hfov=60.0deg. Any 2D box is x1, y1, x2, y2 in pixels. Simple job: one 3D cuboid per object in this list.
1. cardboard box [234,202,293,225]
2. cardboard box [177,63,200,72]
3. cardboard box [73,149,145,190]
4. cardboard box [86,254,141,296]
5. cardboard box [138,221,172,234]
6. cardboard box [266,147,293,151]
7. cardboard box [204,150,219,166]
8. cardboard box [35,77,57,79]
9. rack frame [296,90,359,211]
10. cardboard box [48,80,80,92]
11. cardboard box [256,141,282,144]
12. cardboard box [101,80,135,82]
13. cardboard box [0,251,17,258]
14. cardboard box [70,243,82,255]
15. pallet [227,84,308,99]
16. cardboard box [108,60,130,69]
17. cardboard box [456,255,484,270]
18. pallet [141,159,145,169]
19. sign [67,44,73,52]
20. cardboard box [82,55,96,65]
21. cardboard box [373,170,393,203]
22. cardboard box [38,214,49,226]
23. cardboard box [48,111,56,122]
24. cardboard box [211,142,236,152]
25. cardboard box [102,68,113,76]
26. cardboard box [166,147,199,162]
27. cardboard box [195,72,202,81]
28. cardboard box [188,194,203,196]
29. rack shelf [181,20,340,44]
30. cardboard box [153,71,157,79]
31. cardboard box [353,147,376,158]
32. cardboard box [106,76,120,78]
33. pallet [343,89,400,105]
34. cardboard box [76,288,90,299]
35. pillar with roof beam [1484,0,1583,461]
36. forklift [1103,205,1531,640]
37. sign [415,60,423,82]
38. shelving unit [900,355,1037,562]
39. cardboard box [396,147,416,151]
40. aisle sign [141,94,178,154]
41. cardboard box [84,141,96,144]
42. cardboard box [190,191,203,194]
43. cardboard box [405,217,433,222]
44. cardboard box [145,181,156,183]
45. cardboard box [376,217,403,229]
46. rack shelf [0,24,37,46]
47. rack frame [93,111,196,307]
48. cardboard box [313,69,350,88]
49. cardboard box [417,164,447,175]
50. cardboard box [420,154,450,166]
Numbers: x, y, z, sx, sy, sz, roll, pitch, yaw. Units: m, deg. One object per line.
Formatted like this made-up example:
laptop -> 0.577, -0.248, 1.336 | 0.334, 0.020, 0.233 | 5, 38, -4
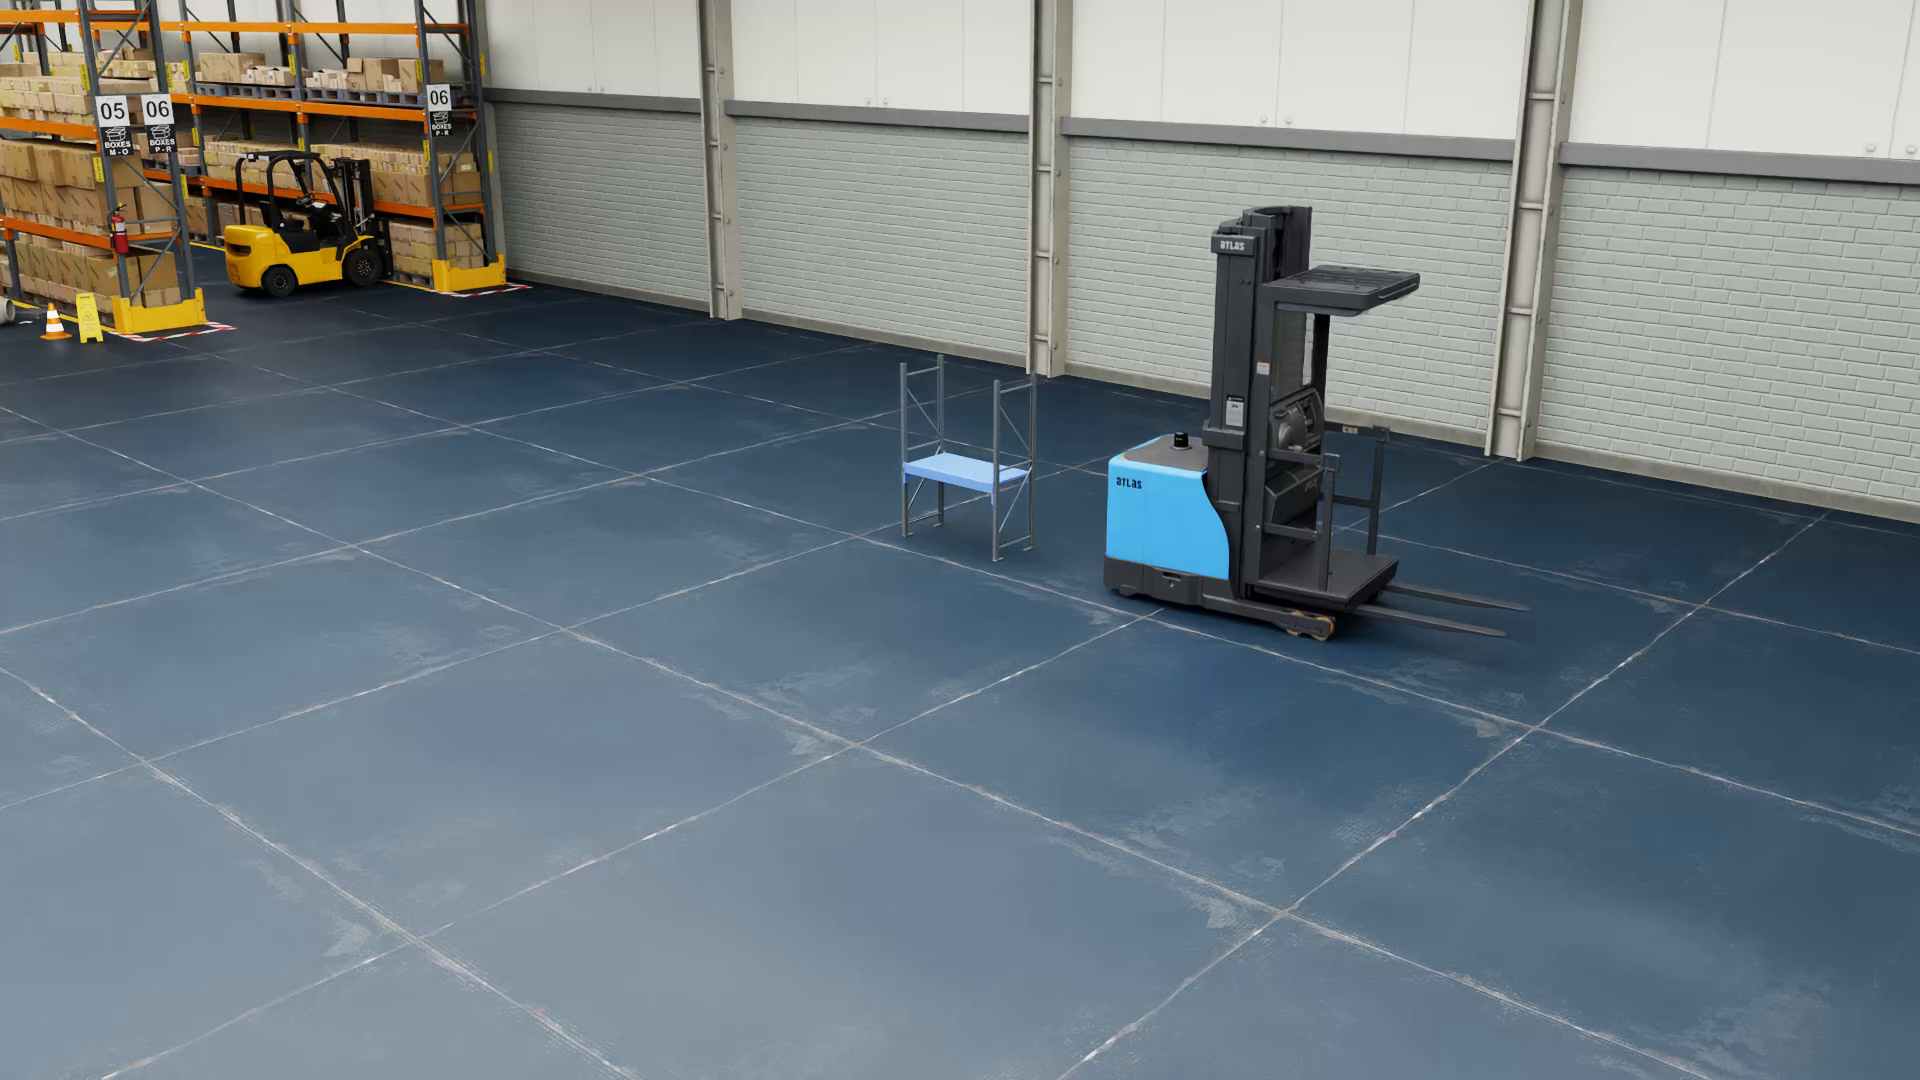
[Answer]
cardboard box -> -13.020, -5.974, 31.208 | 0.625, 0.625, 0.875 | 16, 24, 41
cardboard box -> -14.551, -8.932, 31.436 | 0.250, 0.149, 0.380 | 14, 22, 37
cardboard box -> -11.806, -5.152, 23.078 | 0.500, 0.500, 0.700 | 14, 23, 38
cardboard box -> -12.052, -3.782, 23.682 | 0.500, 0.500, 0.500 | 15, 23, 40
cardboard box -> -11.396, -4.428, 23.522 | 0.250, 0.149, 0.380 | 15, 23, 39
cardboard box -> -12.174, -6.934, 29.763 | 0.250, 0.149, 0.380 | 14, 23, 38
cardboard box -> -13.818, -7.180, 31.198 | 0.500, 0.250, 0.500 | 15, 23, 39
cardboard box -> -13.509, -6.805, 24.733 | 0.250, 0.149, 0.380 | 16, 23, 41
rack frame -> -10.979, -6.360, 29.193 | 0.127, 3.000, 1.000 | 15, 23, 39
cardboard box -> -12.611, -6.404, 23.469 | 0.250, 0.149, 0.380 | 14, 22, 38
cardboard box -> -12.940, -7.374, 31.150 | 0.250, 0.149, 0.380 | 14, 23, 38
cardboard box -> -11.893, -6.419, 23.518 | 0.250, 0.149, 0.380 | 15, 23, 39
cardboard box -> -15.205, -4.432, 26.769 | 0.950, 0.372, 0.625 | -17, 24, -42
cardboard box -> -12.557, -4.201, 23.929 | 0.250, 0.149, 0.380 | 16, 23, 40
pallet -> -12.566, -8.163, 30.228 | 1.213, 0.211, 1.003 | 16, 24, 42
cardboard box -> -16.622, -9.409, 32.905 | 0.250, 0.149, 0.380 | 14, 23, 38
cardboard box -> -8.225, -4.589, 27.465 | 0.500, 0.250, 0.500 | 15, 23, 39
pallet -> -16.438, -7.690, 33.700 | 1.213, 0.211, 1.003 | 15, 23, 39
sign -> -19.571, -10.743, 36.581 | 0.005, 0.325, 0.100 | 15, 23, 39
cardboard box -> -17.500, -9.752, 33.851 | 0.500, 0.250, 0.500 | 15, 23, 39
cardboard box -> -9.295, -5.853, 27.431 | 0.500, 0.500, 0.500 | 14, 23, 38
cardboard box -> -13.298, -4.722, 24.446 | 0.250, 0.149, 0.380 | 15, 23, 40
cardboard box -> -12.671, -6.015, 23.562 | 0.250, 0.149, 0.380 | 14, 22, 38
cardboard box -> -13.728, -7.336, 31.031 | 0.250, 0.149, 0.380 | 16, 23, 40
cardboard box -> -16.833, -9.314, 33.099 | 0.250, 0.149, 0.380 | 15, 23, 40
cardboard box -> -14.975, -7.431, 32.120 | 0.500, 0.250, 0.500 | 14, 22, 37
cardboard box -> -13.912, -8.591, 30.790 | 0.250, 0.166, 0.380 | 15, 23, 39
cardboard box -> -15.068, -6.697, 32.620 | 0.250, 0.149, 0.380 | 16, 24, 41
rack shelf -> -12.475, -9.088, 29.721 | 4.000, 0.370, 1.077 | 15, 23, 39
cardboard box -> -15.341, -8.993, 32.118 | 0.250, 0.149, 0.380 | 16, 24, 41
cardboard box -> -9.922, -6.487, 27.863 | 0.250, 0.149, 0.380 | 15, 23, 39
cardboard box -> -17.490, -9.507, 33.905 | 0.500, 0.250, 0.500 | 15, 23, 39
pallet -> -9.416, -7.337, 27.460 | 1.213, 0.211, 1.003 | 15, 23, 39
cardboard box -> -12.445, -3.530, 24.127 | 0.500, 0.250, 0.500 | 15, 23, 39
pillar with roof beam -> 2.695, -4.172, 12.381 | 0.400, 9.000, 9.100 | 15, 23, 39
forklift -> 2.618, -0.864, 11.990 | 3.031, 2.935, 1.130 | 11, 21, 31
sign -> -8.358, -7.251, 25.709 | 0.005, 0.325, 0.100 | 15, 23, 39
shelving unit -> 0.064, -0.698, 13.831 | 1.048, 1.500, 0.538 | 15, 23, 39
cardboard box -> -9.235, -6.488, 27.868 | 0.250, 0.149, 0.380 | 15, 23, 40
aisle sign -> -11.027, -5.730, 22.910 | 0.004, 0.787, 0.394 | 15, 23, 39
cardboard box -> -17.890, -8.181, 34.687 | 0.500, 0.250, 0.500 | 15, 23, 39
cardboard box -> -15.157, -6.904, 33.273 | 0.250, 0.149, 0.380 | 15, 23, 40
cardboard box -> -8.964, -5.265, 27.940 | 0.500, 0.250, 0.500 | 15, 23, 39
cardboard box -> -11.839, -4.884, 23.884 | 0.500, 0.500, 0.500 | 16, 24, 41
cardboard box -> -9.683, -5.249, 27.890 | 0.500, 0.250, 0.500 | 14, 23, 38
rack shelf -> -15.767, -7.964, 26.180 | 4.000, 0.370, 1.077 | 15, 23, 39
rack frame -> -11.279, -4.433, 23.122 | 0.127, 3.000, 1.000 | 15, 23, 39
cardboard box -> -10.519, -7.773, 27.974 | 0.500, 0.311, 0.500 | 16, 23, 40
cardboard box -> -8.433, -5.920, 26.569 | 0.250, 0.149, 0.380 | 15, 23, 40
cardboard box -> -8.395, -6.080, 26.581 | 0.250, 0.149, 0.380 | 15, 23, 39
